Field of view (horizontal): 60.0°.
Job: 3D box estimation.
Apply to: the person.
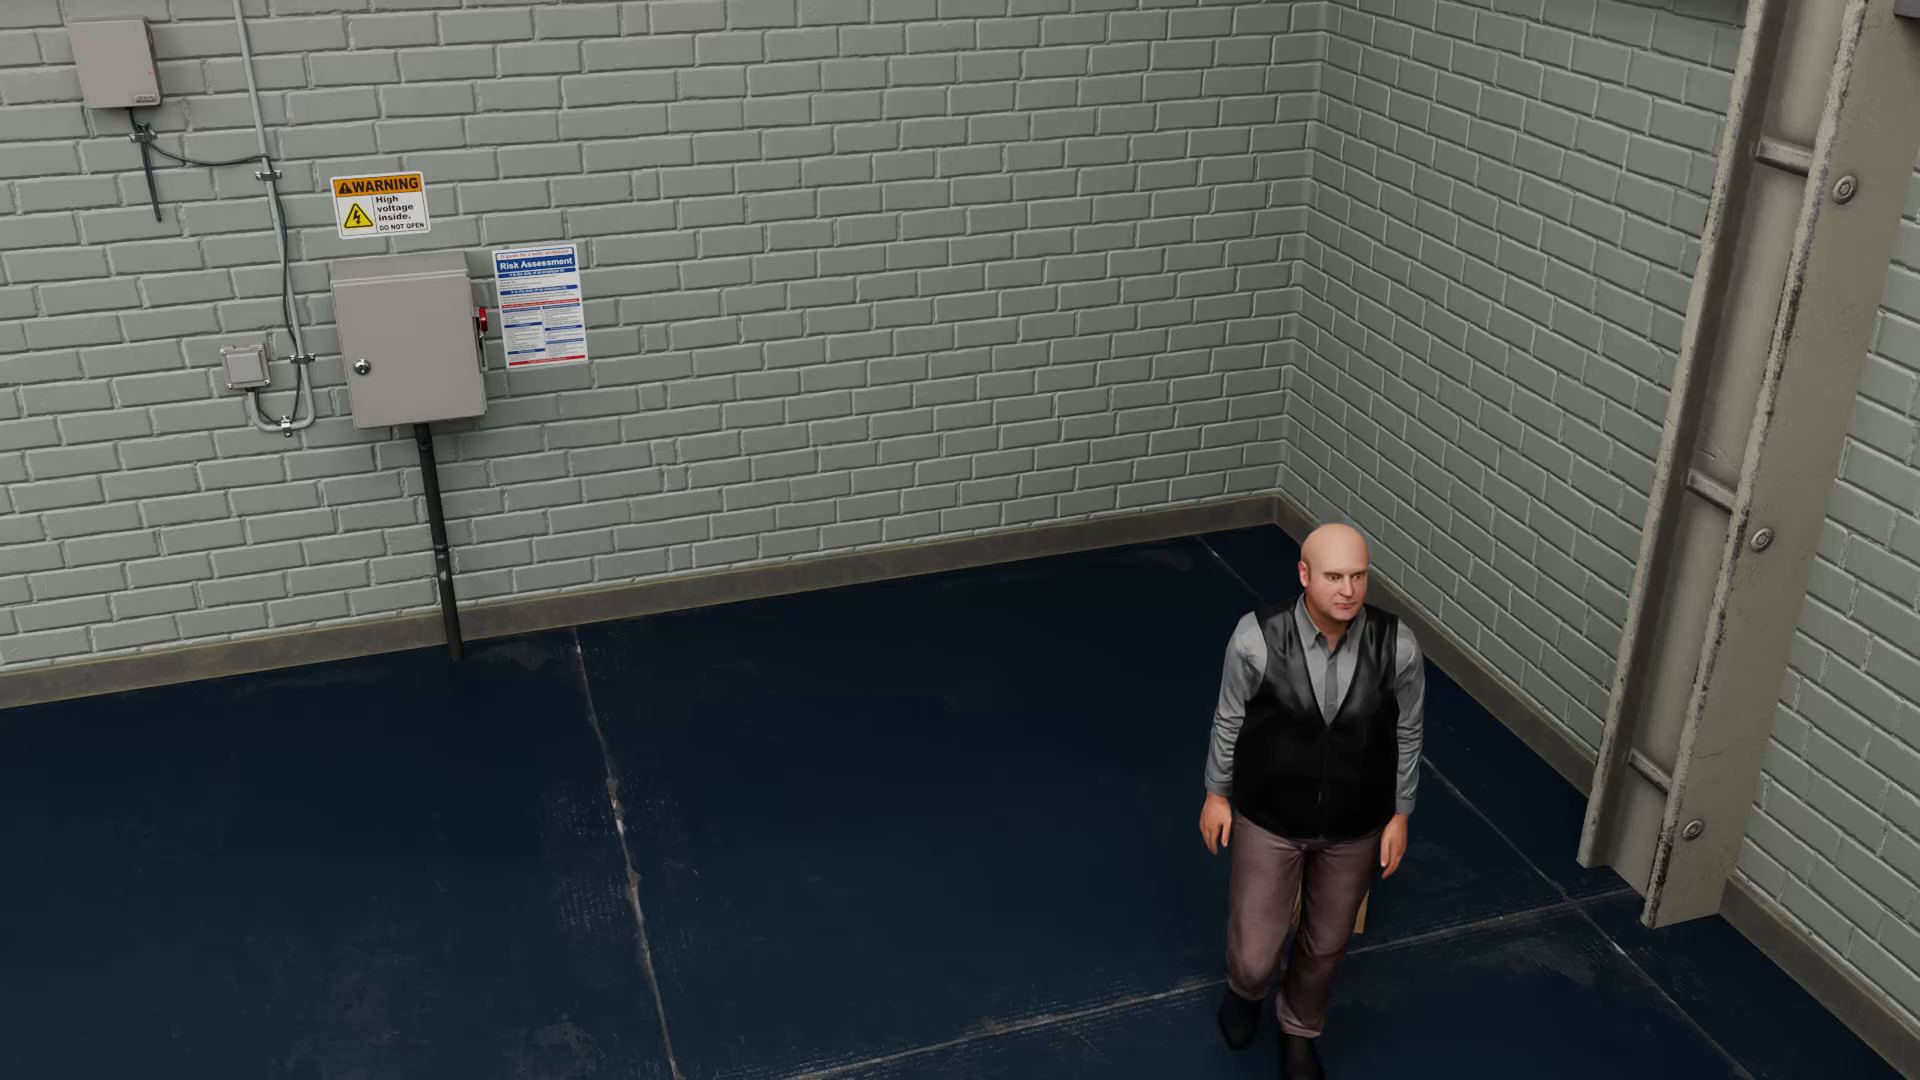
[{"bbox_3d":[0.950,0.769,4.508,0.570,1.711,0.466,1,26,2],"label":"person"}]
